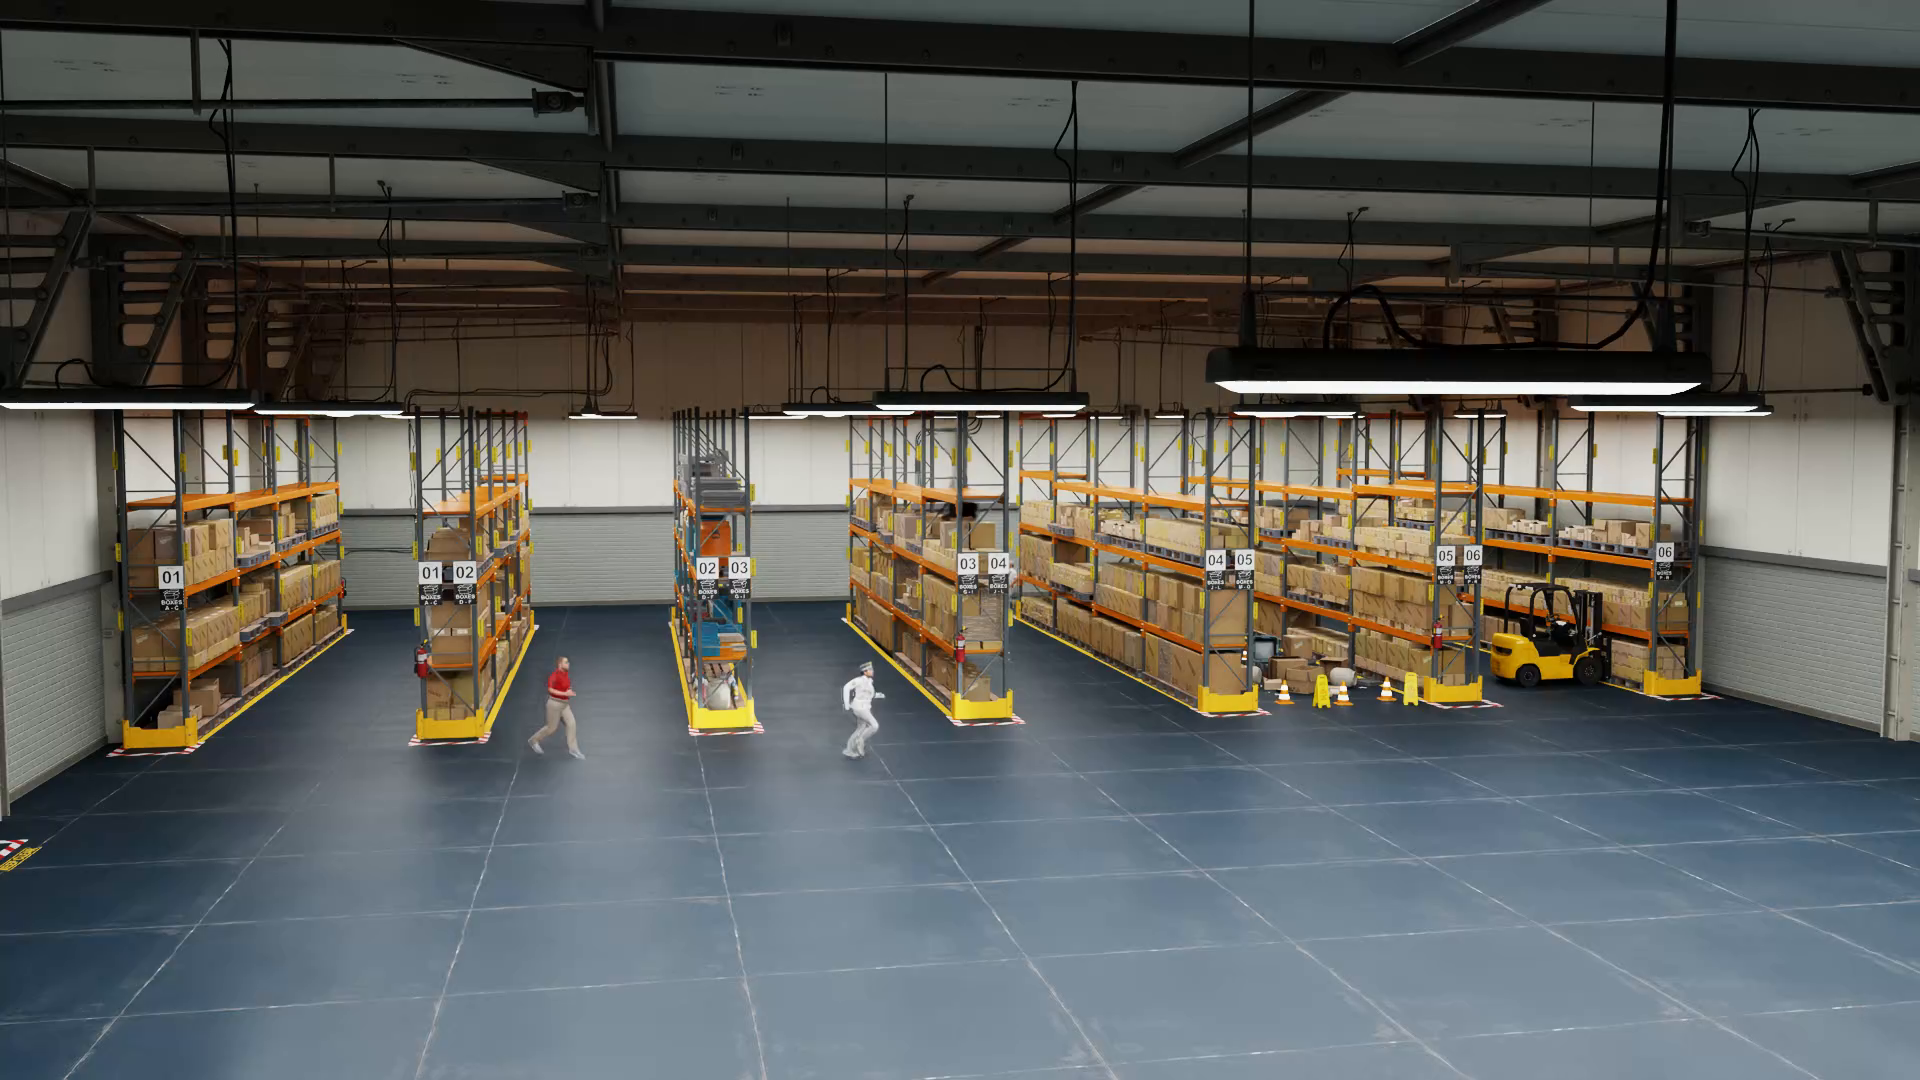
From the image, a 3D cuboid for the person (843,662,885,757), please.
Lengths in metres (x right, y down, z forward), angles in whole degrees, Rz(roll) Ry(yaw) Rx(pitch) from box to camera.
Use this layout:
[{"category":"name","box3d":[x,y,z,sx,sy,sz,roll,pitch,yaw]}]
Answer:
[{"category":"person","box3d":[-1.640,2.876,28.198,0.742,1.638,0.645,2,4,21]}]

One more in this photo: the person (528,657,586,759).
[{"category":"person","box3d":[-6.869,2.856,28.315,1.026,1.751,0.683,1,4,10]}]

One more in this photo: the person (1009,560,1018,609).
[{"category":"person","box3d":[1.497,1.429,49.474,0.539,1.643,0.634,-2,5,-28]}]

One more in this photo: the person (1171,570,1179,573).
[{"category":"person","box3d":[6.727,1.242,50.730,0.728,1.800,0.671,-1,4,-20]}]

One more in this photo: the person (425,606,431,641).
[{"category":"person","box3d":[-13.475,1.931,42.419,0.539,1.587,0.786,-1,4,-7]}]
